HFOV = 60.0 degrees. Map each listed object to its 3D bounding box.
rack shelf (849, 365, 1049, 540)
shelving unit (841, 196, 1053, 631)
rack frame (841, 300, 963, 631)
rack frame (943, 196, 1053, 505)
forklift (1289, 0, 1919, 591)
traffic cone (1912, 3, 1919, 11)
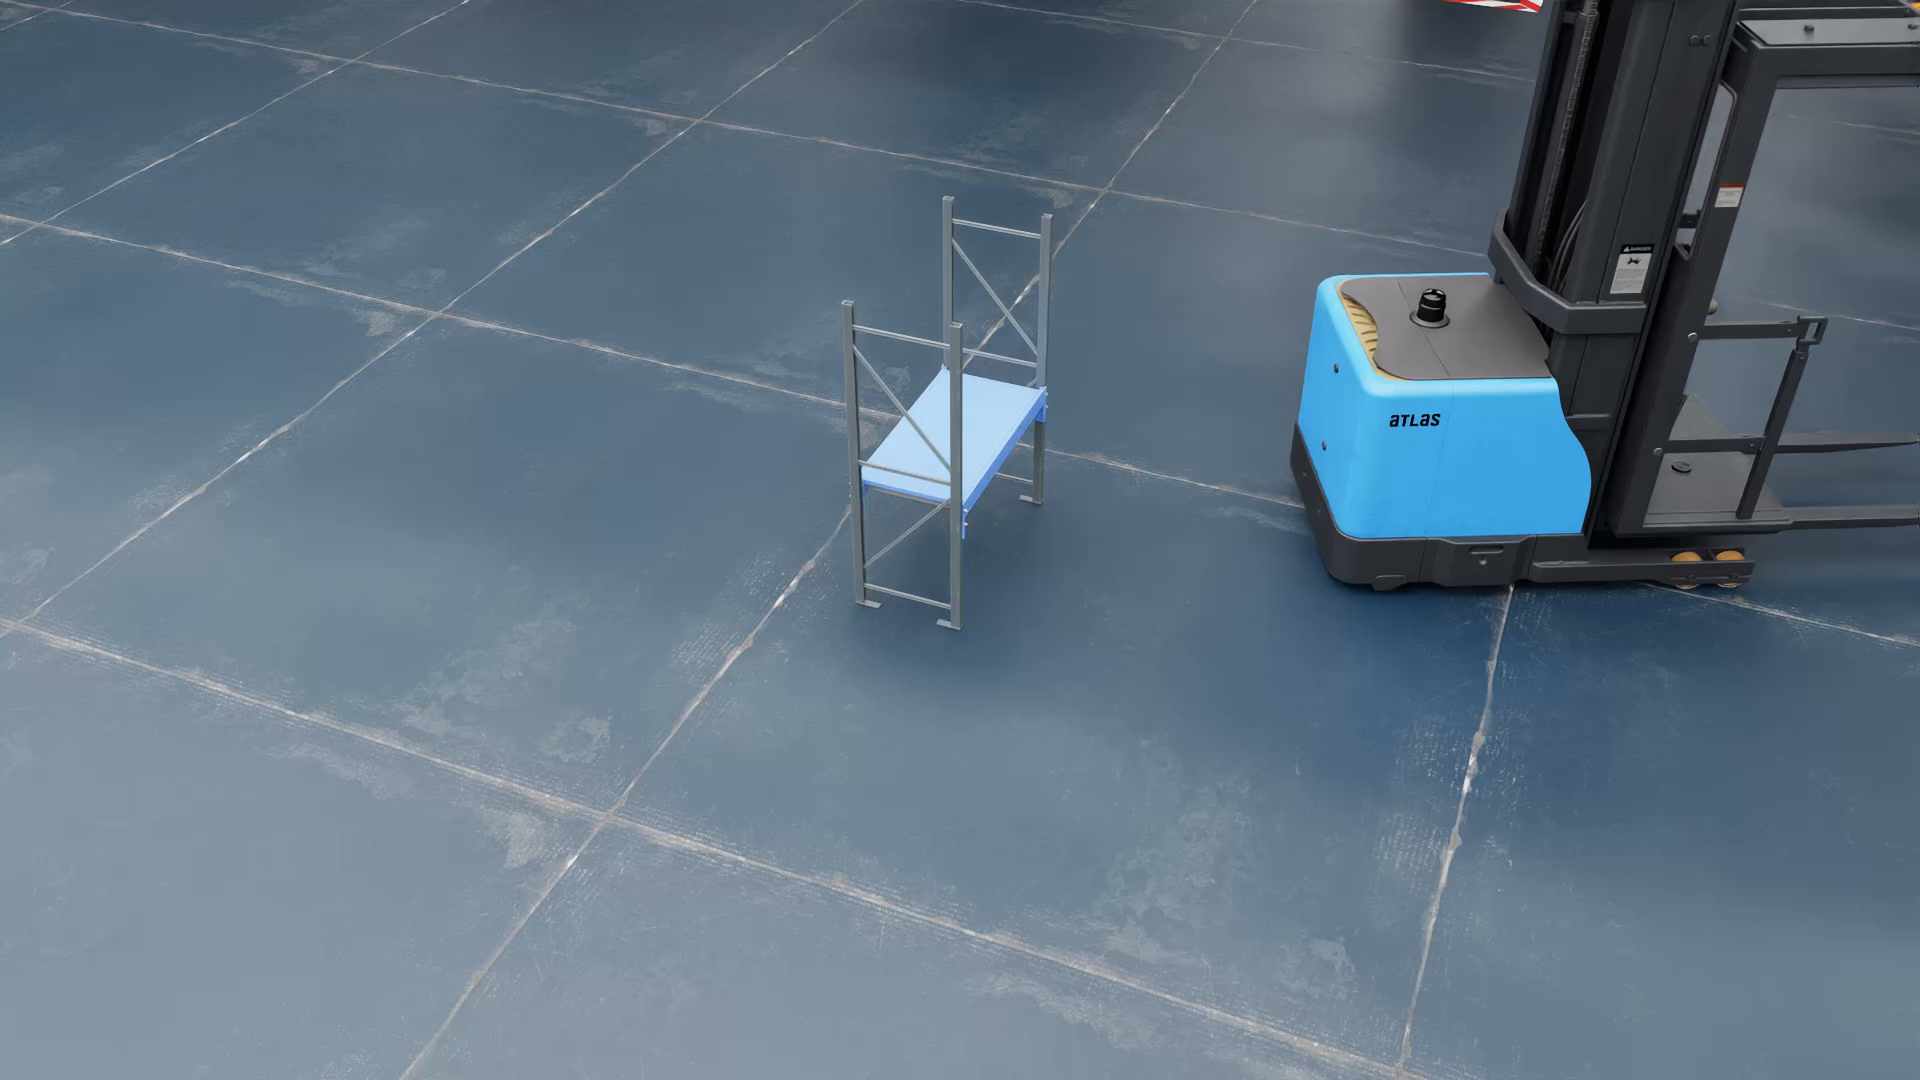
[{"bbox_3d":[-0.032,-0.409,7.345,0.538,0.185,1.000,14,39,18],"label":"rack shelf"},{"bbox_3d":[-0.032,-0.553,7.238,0.538,1.500,1.048,14,39,18],"label":"shelving unit"},{"bbox_3d":[-0.226,-0.272,6.861,0.500,1.500,0.032,14,39,18],"label":"rack frame"},{"bbox_3d":[0.161,-0.835,7.614,0.500,1.500,0.032,14,39,18],"label":"rack frame"},{"bbox_3d":[3.143,-1.272,7.004,3.031,2.935,1.130,-2,37,-2],"label":"forklift"},{"bbox_3d":[7.893,-4.454,13.322,0.336,0.463,0.334,14,39,18],"label":"traffic cone"}]
